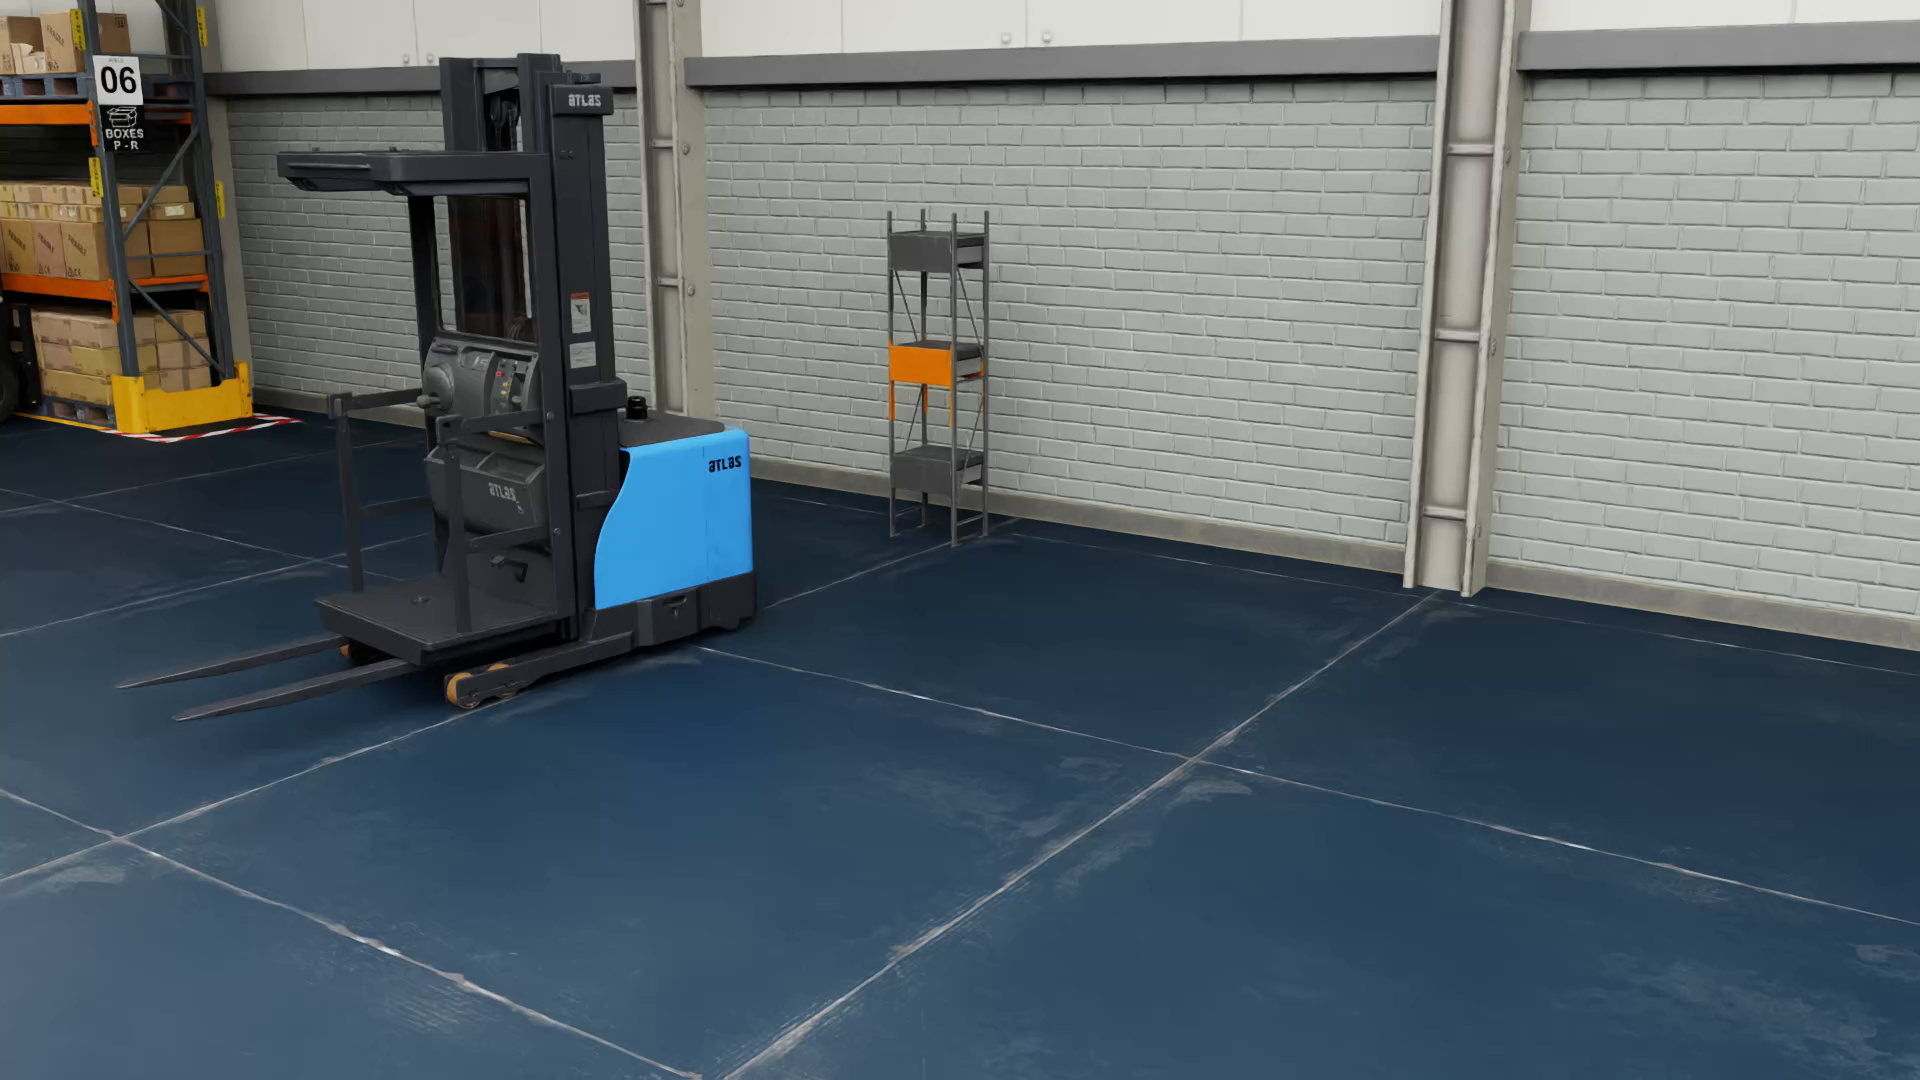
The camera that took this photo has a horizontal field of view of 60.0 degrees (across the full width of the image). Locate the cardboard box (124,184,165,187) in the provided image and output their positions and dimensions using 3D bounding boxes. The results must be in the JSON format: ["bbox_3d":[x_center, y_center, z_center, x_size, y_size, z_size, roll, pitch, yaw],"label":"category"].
[{"bbox_3d":[-7.392,-3.166,15.194,0.250,0.149,0.380,10,17,35],"label":"cardboard box"}]

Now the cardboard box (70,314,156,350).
[{"bbox_3d":[-7.603,-1.877,14.929,0.500,0.250,0.500,10,17,35],"label":"cardboard box"}]

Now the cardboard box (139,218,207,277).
[{"bbox_3d":[-7.303,-2.693,15.251,0.500,0.500,0.500,10,17,35],"label":"cardboard box"}]

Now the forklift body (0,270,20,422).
[{"bbox_3d":[-9.639,-2.001,14.431,1.214,2.155,2.313,9,17,33],"label":"forklift body"}]

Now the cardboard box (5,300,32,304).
[{"bbox_3d":[-9.302,-2.151,16.038,0.500,0.250,0.500,10,17,35],"label":"cardboard box"}]

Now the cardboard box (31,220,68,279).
[{"bbox_3d":[-8.027,-2.656,15.103,0.500,0.500,0.500,10,17,35],"label":"cardboard box"}]

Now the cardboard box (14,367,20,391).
[{"bbox_3d":[-8.874,-1.594,15.870,0.500,0.250,0.500,10,17,35],"label":"cardboard box"}]

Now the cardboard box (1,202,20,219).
[{"bbox_3d":[-8.569,-3.044,15.318,0.250,0.149,0.380,9,17,33],"label":"cardboard box"}]

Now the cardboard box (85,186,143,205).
[{"bbox_3d":[-7.462,-3.036,14.670,0.250,0.149,0.380,9,17,33],"label":"cardboard box"}]

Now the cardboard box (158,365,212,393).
[{"bbox_3d":[-7.345,-1.497,15.475,0.500,0.250,0.500,9,17,33],"label":"cardboard box"}]

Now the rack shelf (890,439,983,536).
[{"bbox_3d":[-0.137,-0.349,10.832,0.480,0.518,0.431,9,17,33],"label":"rack shelf"}]

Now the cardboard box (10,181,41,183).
[{"bbox_3d":[-9.074,-3.450,16.339,0.250,0.149,0.380,9,16,32],"label":"cardboard box"}]

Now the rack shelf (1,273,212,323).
[{"bbox_3d":[-8.706,-2.442,15.941,4.000,0.370,1.077,9,17,33],"label":"rack shelf"}]

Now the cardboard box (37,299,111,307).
[{"bbox_3d":[-8.587,-2.185,16.174,0.500,0.250,0.500,9,16,32],"label":"cardboard box"}]

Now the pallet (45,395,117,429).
[{"bbox_3d":[-7.705,-1.263,15.487,1.213,0.211,1.003,9,17,33],"label":"pallet"}]

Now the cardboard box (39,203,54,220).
[{"bbox_3d":[-8.100,-2.987,15.091,0.250,0.149,0.380,9,17,32],"label":"cardboard box"}]

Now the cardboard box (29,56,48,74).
[{"bbox_3d":[-7.904,-4.160,14.583,0.250,0.149,0.380,9,16,31],"label":"cardboard box"}]

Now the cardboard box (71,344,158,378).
[{"bbox_3d":[-7.625,-1.637,15.003,0.500,0.250,0.500,9,16,32],"label":"cardboard box"}]

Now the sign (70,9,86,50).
[{"bbox_3d":[-7.361,-4.264,13.884,0.005,0.325,0.100,9,17,33],"label":"sign"}]

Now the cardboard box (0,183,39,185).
[{"bbox_3d":[-8.738,-3.241,15.496,0.250,0.149,0.380,9,17,34],"label":"cardboard box"}]

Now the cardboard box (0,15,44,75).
[{"bbox_3d":[-8.344,-4.448,15.015,0.500,0.500,0.700,9,17,33],"label":"cardboard box"}]

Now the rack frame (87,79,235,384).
[{"bbox_3d":[-7.047,-2.523,14.771,0.127,3.000,1.000,9,17,33],"label":"rack frame"}]

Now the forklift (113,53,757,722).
[{"bbox_3d":[-2.458,-0.781,7.878,1.130,2.935,3.031,12,19,41],"label":"forklift"}]

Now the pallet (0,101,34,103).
[{"bbox_3d":[-9.644,-4.363,16.147,1.213,0.211,1.003,9,17,33],"label":"pallet"}]

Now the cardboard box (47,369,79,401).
[{"bbox_3d":[-8.020,-1.460,15.328,0.500,0.250,0.500,9,17,33],"label":"cardboard box"}]

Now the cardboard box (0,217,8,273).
[{"bbox_3d":[-8.876,-2.790,15.643,0.500,0.500,0.500,9,17,33],"label":"cardboard box"}]

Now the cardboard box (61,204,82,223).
[{"bbox_3d":[-7.720,-2.905,14.758,0.250,0.149,0.380,9,17,34],"label":"cardboard box"}]

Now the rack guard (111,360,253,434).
[{"bbox_3d":[-7.027,-1.306,15.058,0.348,0.500,1.175,9,17,33],"label":"rack guard"}]

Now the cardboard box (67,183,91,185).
[{"bbox_3d":[-8.224,-3.314,15.790,0.250,0.149,0.380,9,16,31],"label":"cardboard box"}]

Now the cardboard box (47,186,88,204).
[{"bbox_3d":[-7.916,-3.093,14.898,0.250,0.149,0.380,10,17,34],"label":"cardboard box"}]

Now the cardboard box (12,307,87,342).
[{"bbox_3d":[-8.454,-2.010,15.466,0.500,0.250,0.500,9,17,34],"label":"cardboard box"}]

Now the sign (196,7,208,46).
[{"bbox_3d":[-6.732,-4.551,14.740,0.005,0.325,0.100,9,17,33],"label":"sign"}]

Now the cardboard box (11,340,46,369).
[{"bbox_3d":[-8.476,-1.772,15.546,0.500,0.250,0.500,9,16,32],"label":"cardboard box"}]

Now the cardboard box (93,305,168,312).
[{"bbox_3d":[-7.757,-2.046,15.611,0.500,0.250,0.500,9,17,33],"label":"cardboard box"}]

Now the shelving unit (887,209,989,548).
[{"bbox_3d":[-0.137,-1.041,10.661,0.503,2.100,0.431,9,17,33],"label":"shelving unit"}]

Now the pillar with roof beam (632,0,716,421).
[{"bbox_3d":[-4.546,-4.045,8.435,0.400,9.000,9.100,9,17,33],"label":"pillar with roof beam"}]

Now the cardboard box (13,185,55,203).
[{"bbox_3d":[-8.359,-3.154,15.145,0.250,0.149,0.380,10,17,34],"label":"cardboard box"}]

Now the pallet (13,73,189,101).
[{"bbox_3d":[-7.619,-4.036,14.825,1.213,0.211,1.003,9,17,33],"label":"pallet"}]

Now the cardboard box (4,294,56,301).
[{"bbox_3d":[-9.421,-2.321,16.725,0.500,0.250,0.500,9,16,32],"label":"cardboard box"}]

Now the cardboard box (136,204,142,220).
[{"bbox_3d":[-7.424,-3.004,15.156,0.250,0.149,0.380,9,17,33],"label":"cardboard box"}]

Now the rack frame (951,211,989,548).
[{"bbox_3d":[0.065,-1.009,10.528,0.015,2.100,0.400,9,17,33],"label":"rack frame"}]

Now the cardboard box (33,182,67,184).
[{"bbox_3d":[-8.695,-3.366,16.001,0.250,0.149,0.380,10,17,34],"label":"cardboard box"}]
